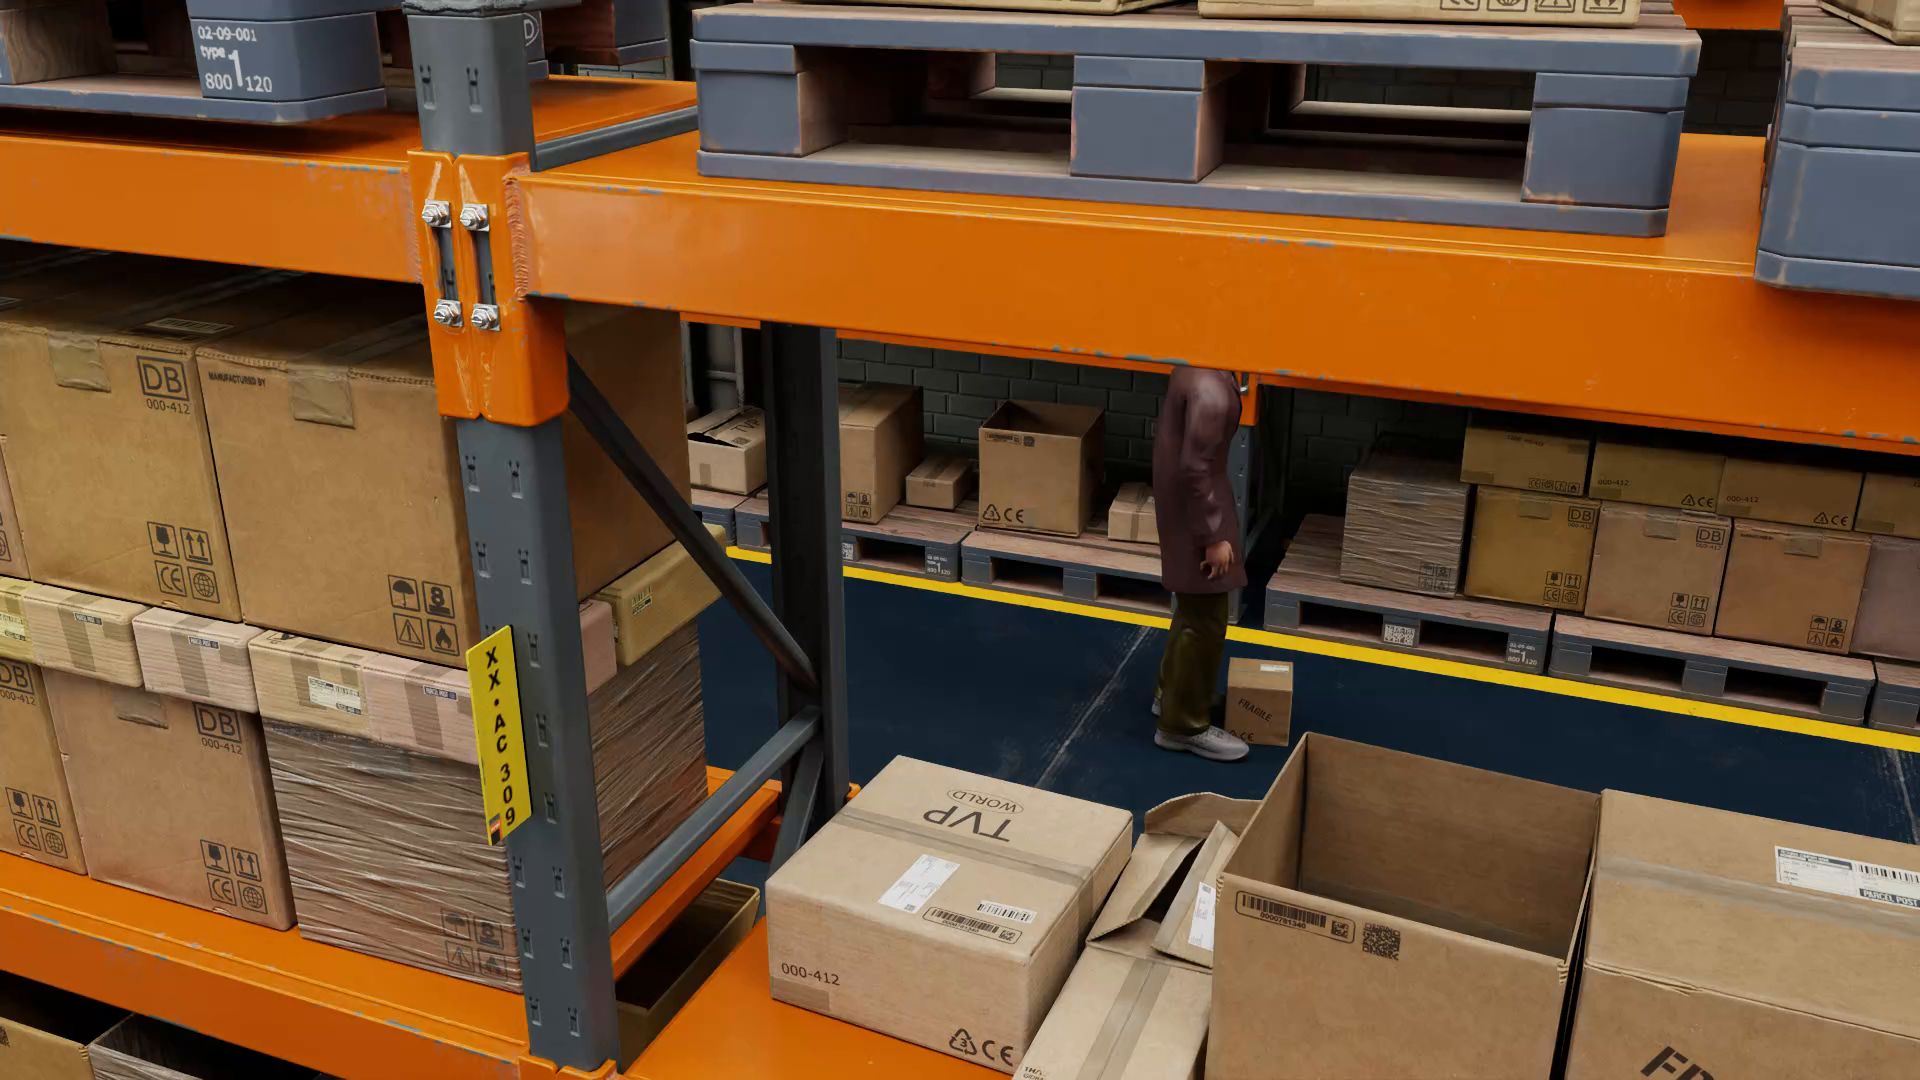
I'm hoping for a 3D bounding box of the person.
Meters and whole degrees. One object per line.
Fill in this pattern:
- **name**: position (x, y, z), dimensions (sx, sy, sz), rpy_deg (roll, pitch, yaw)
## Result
- **person**: position (0.936, -0.076, 6.297), dimensions (0.410, 1.774, 0.632), rpy_deg (3, 22, 7)
